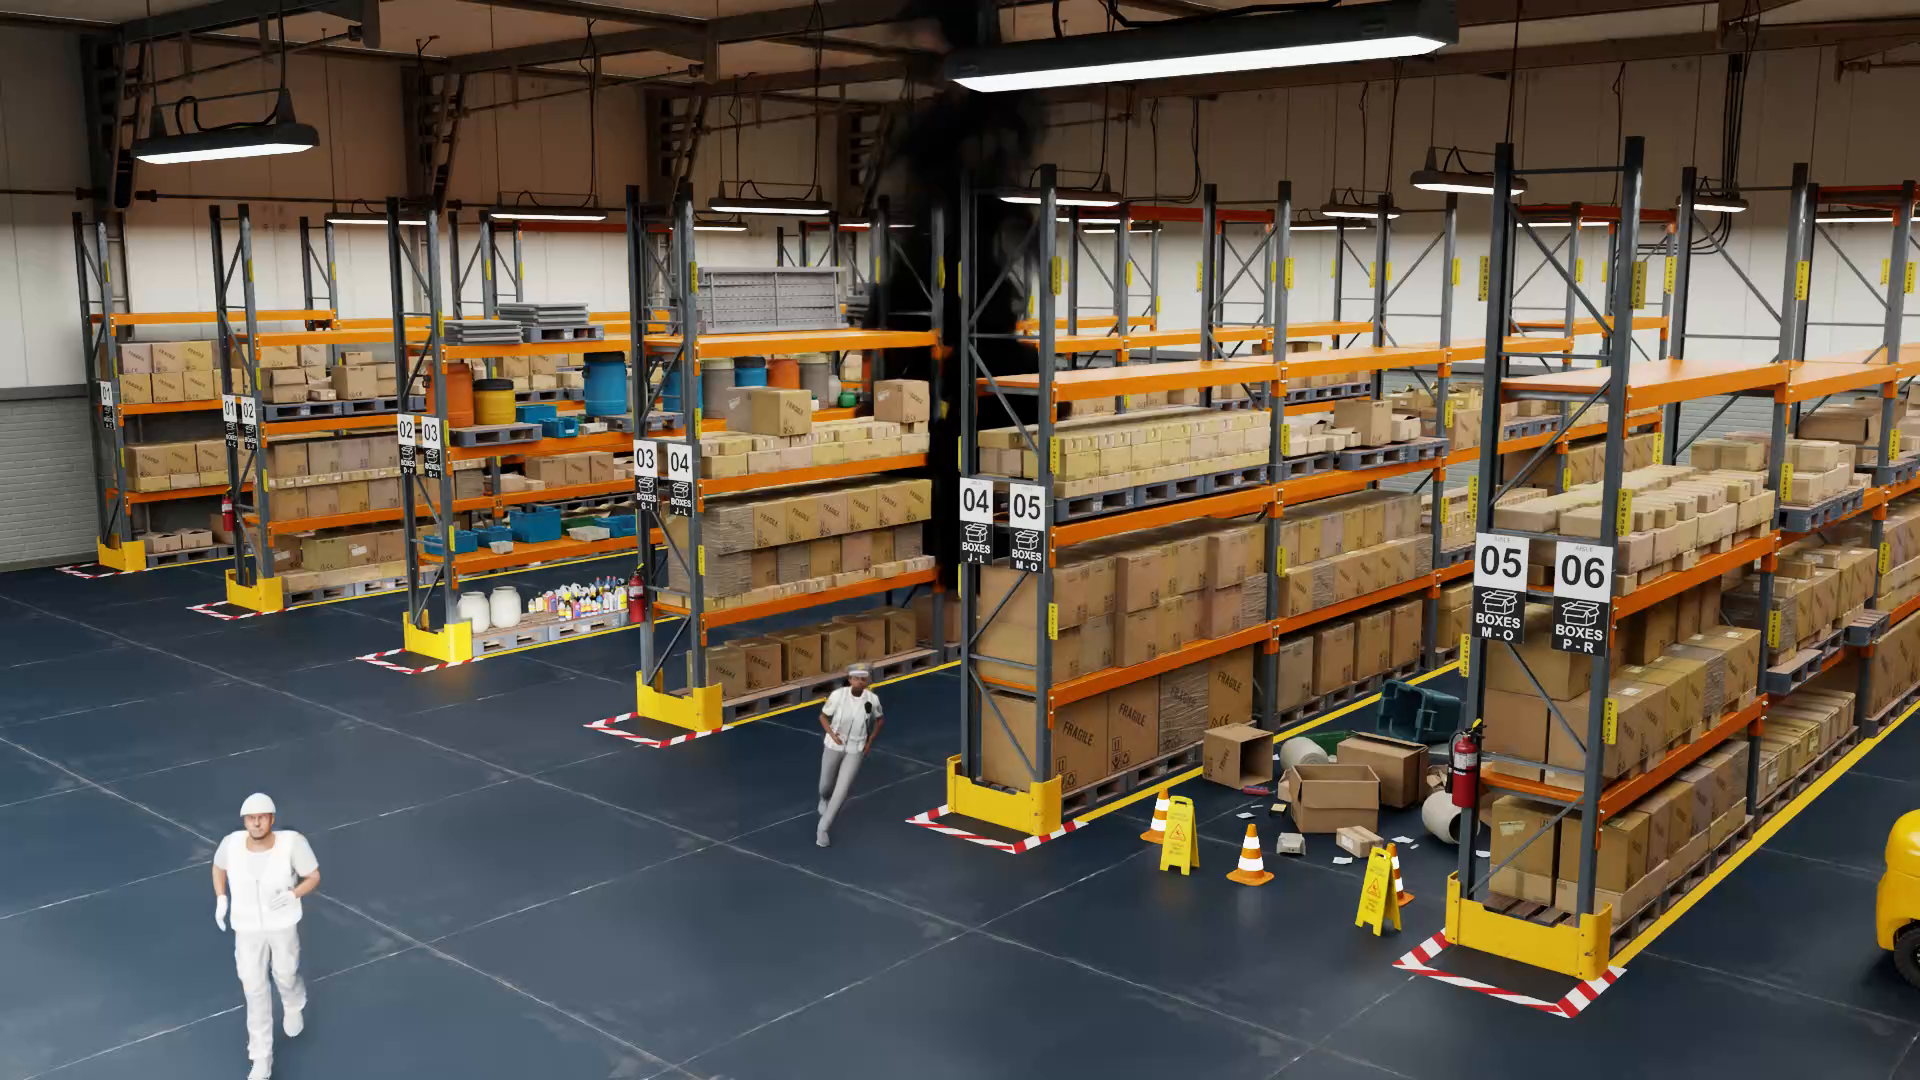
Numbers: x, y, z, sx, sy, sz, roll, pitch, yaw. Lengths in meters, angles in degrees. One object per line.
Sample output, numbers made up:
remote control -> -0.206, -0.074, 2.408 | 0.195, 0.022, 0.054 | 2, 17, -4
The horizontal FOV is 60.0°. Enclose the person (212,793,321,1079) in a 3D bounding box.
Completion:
person -> -4.486, 2.497, 10.777 | 0.679, 1.779, 0.902 | -2, 10, -14

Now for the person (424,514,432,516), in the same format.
person -> -9.372, -0.483, 29.122 | 0.590, 1.739, 0.726 | 7, 12, 37

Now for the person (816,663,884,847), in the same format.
person -> -1.003, 1.881, 15.127 | 0.632, 1.643, 0.821 | 0, 9, -1
